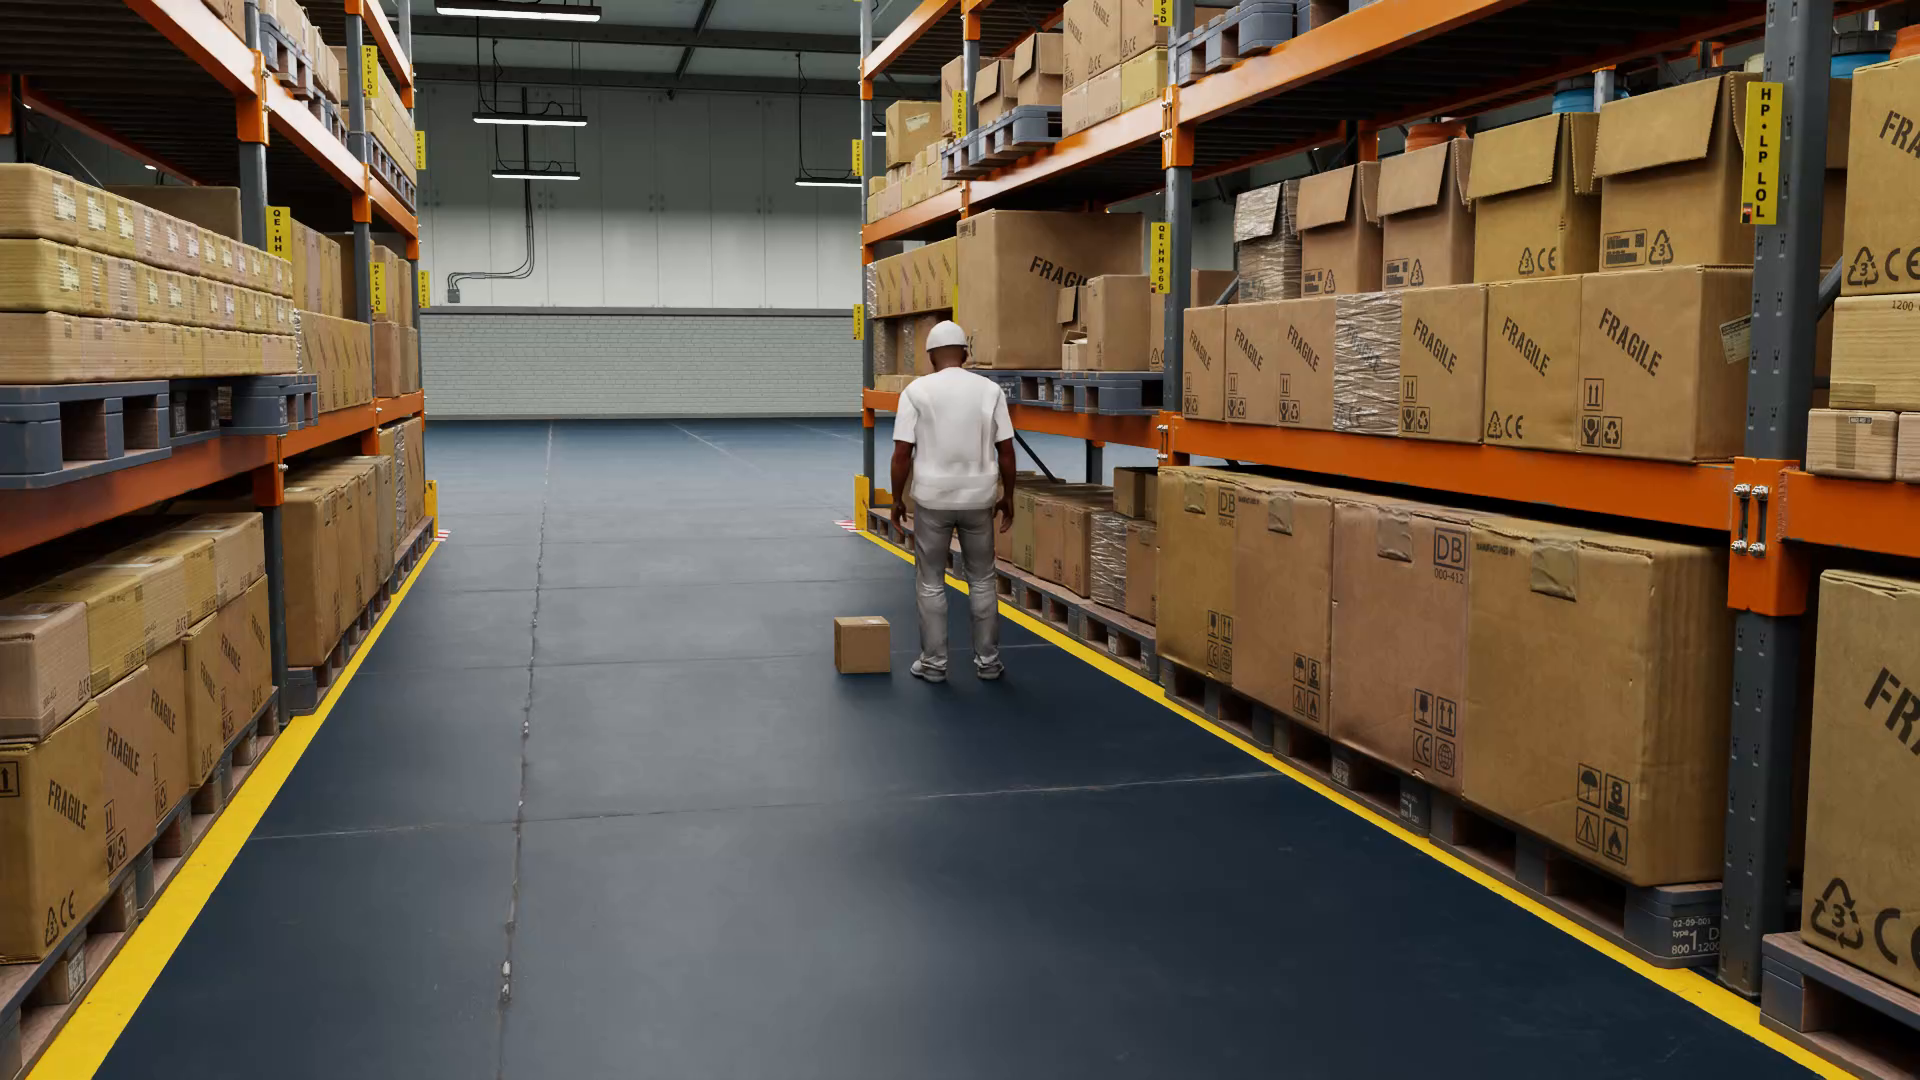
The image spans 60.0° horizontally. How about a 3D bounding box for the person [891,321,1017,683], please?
[{"bbox_3d":[-0.033,-0.193,8.179,0.628,1.761,0.456,-1,6,-10],"label":"person"}]
